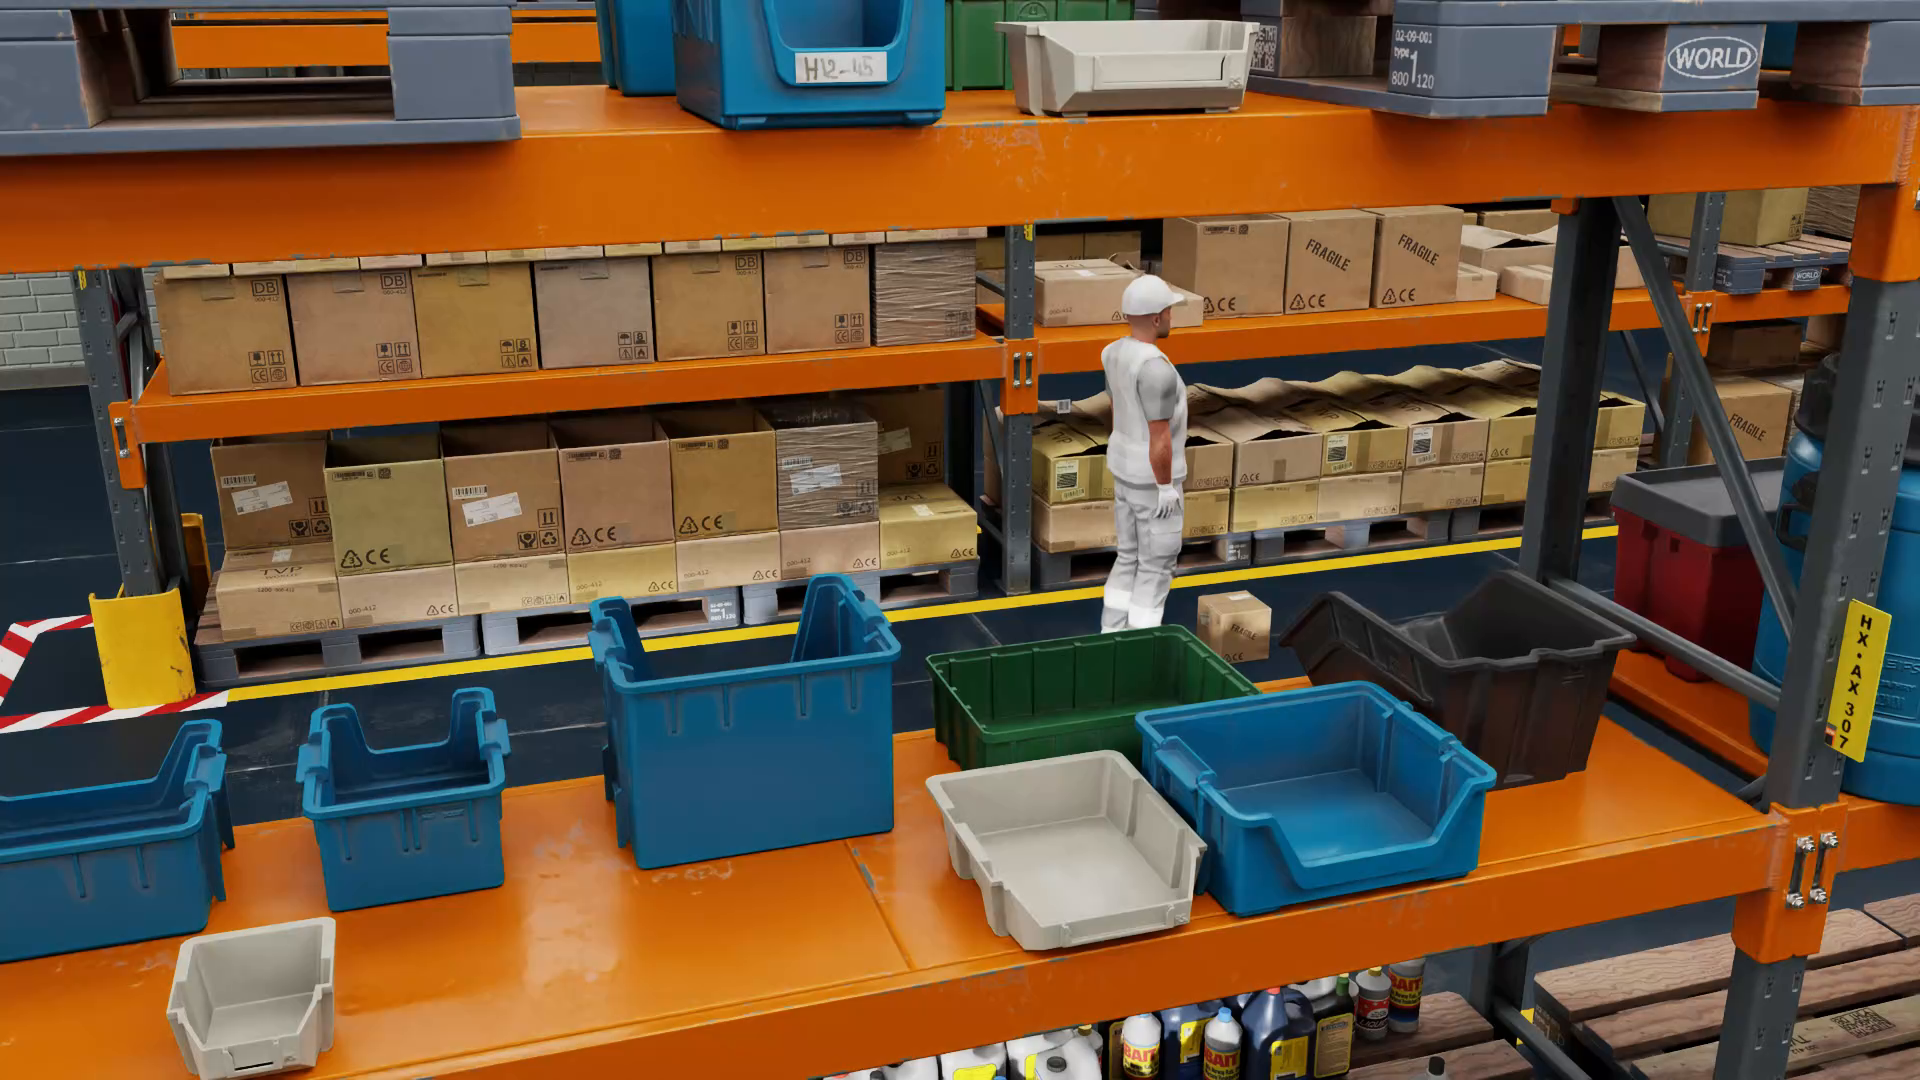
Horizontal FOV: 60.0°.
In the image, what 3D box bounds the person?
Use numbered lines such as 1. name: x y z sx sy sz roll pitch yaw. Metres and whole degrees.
1. person: 0.824 -0.274 7.321 0.353 1.787 0.524 -6 20 -17
